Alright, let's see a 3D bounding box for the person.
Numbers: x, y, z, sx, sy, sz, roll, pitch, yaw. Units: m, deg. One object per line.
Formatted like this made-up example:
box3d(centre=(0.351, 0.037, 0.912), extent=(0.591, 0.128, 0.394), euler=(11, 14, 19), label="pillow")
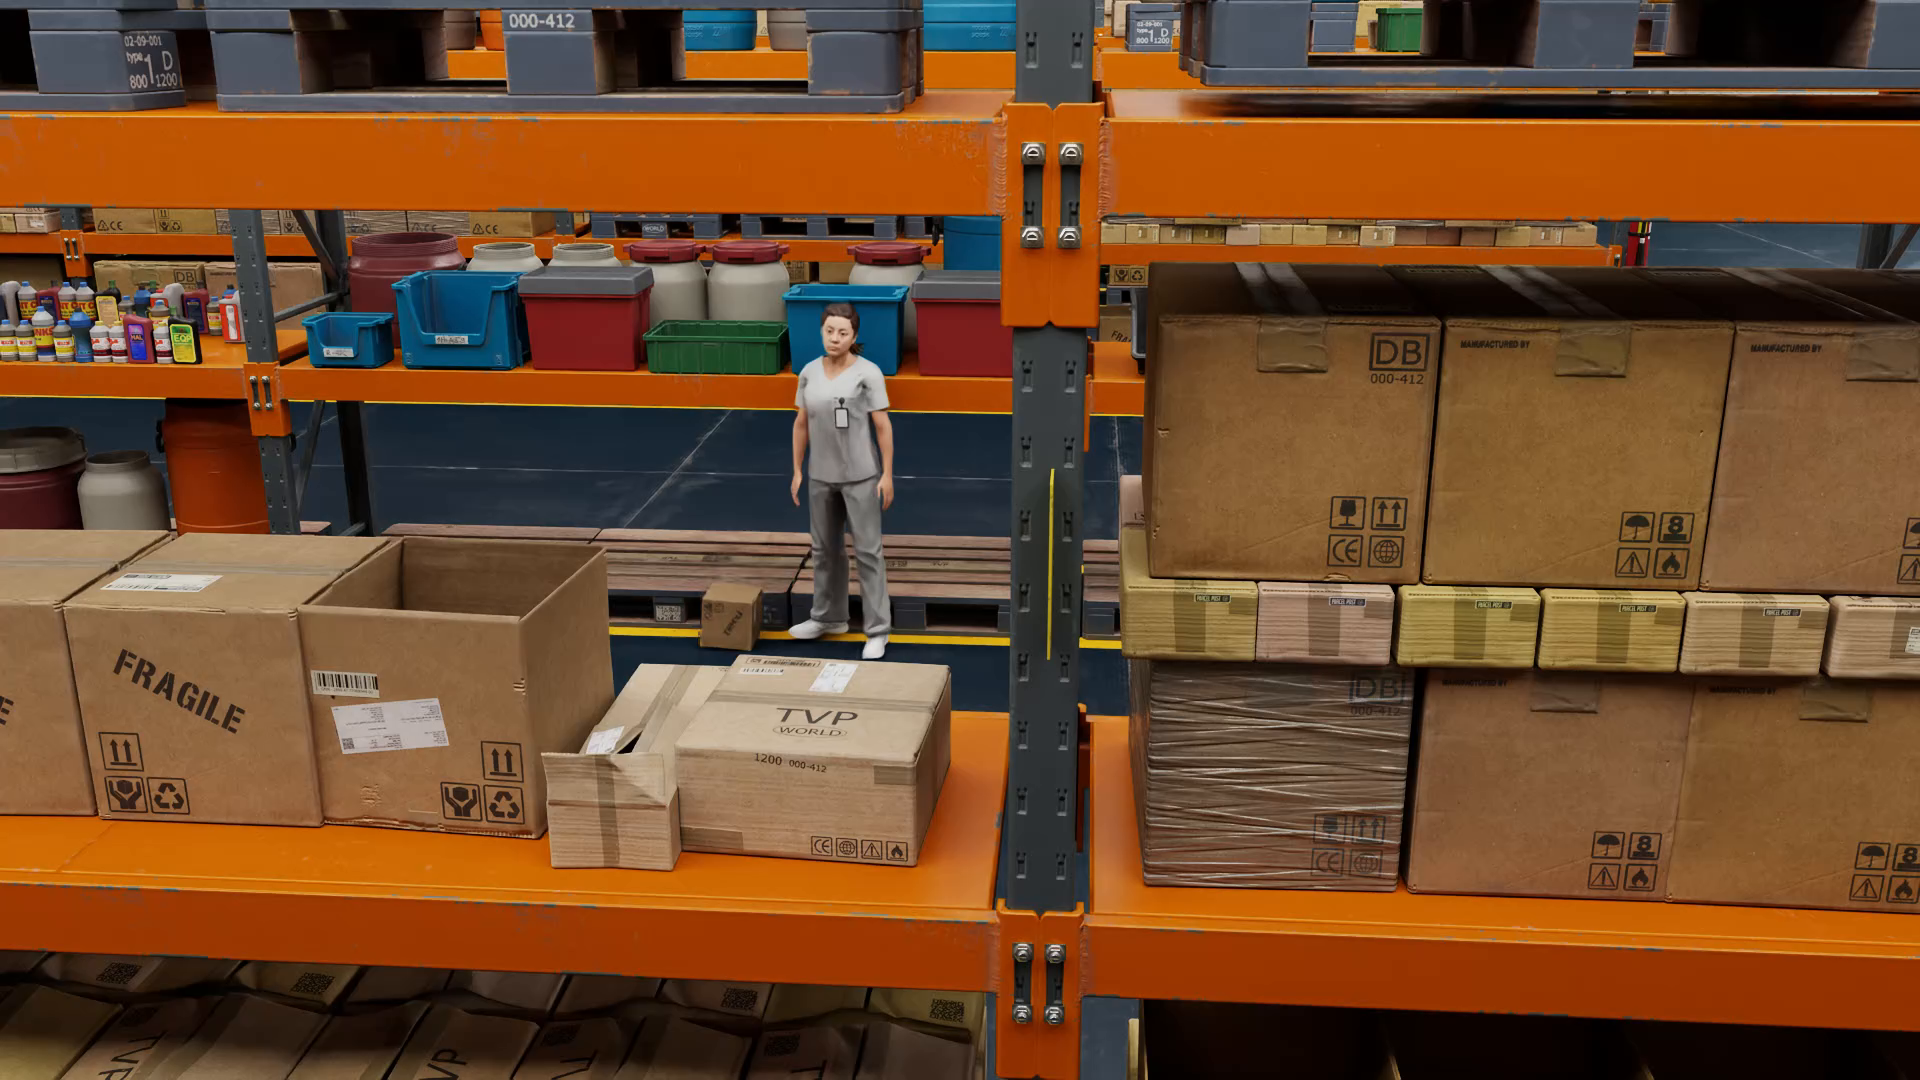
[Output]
box3d(centre=(-0.568, -0.291, 7.889), extent=(0.574, 1.678, 0.376), euler=(8, 19, 23), label="person")
